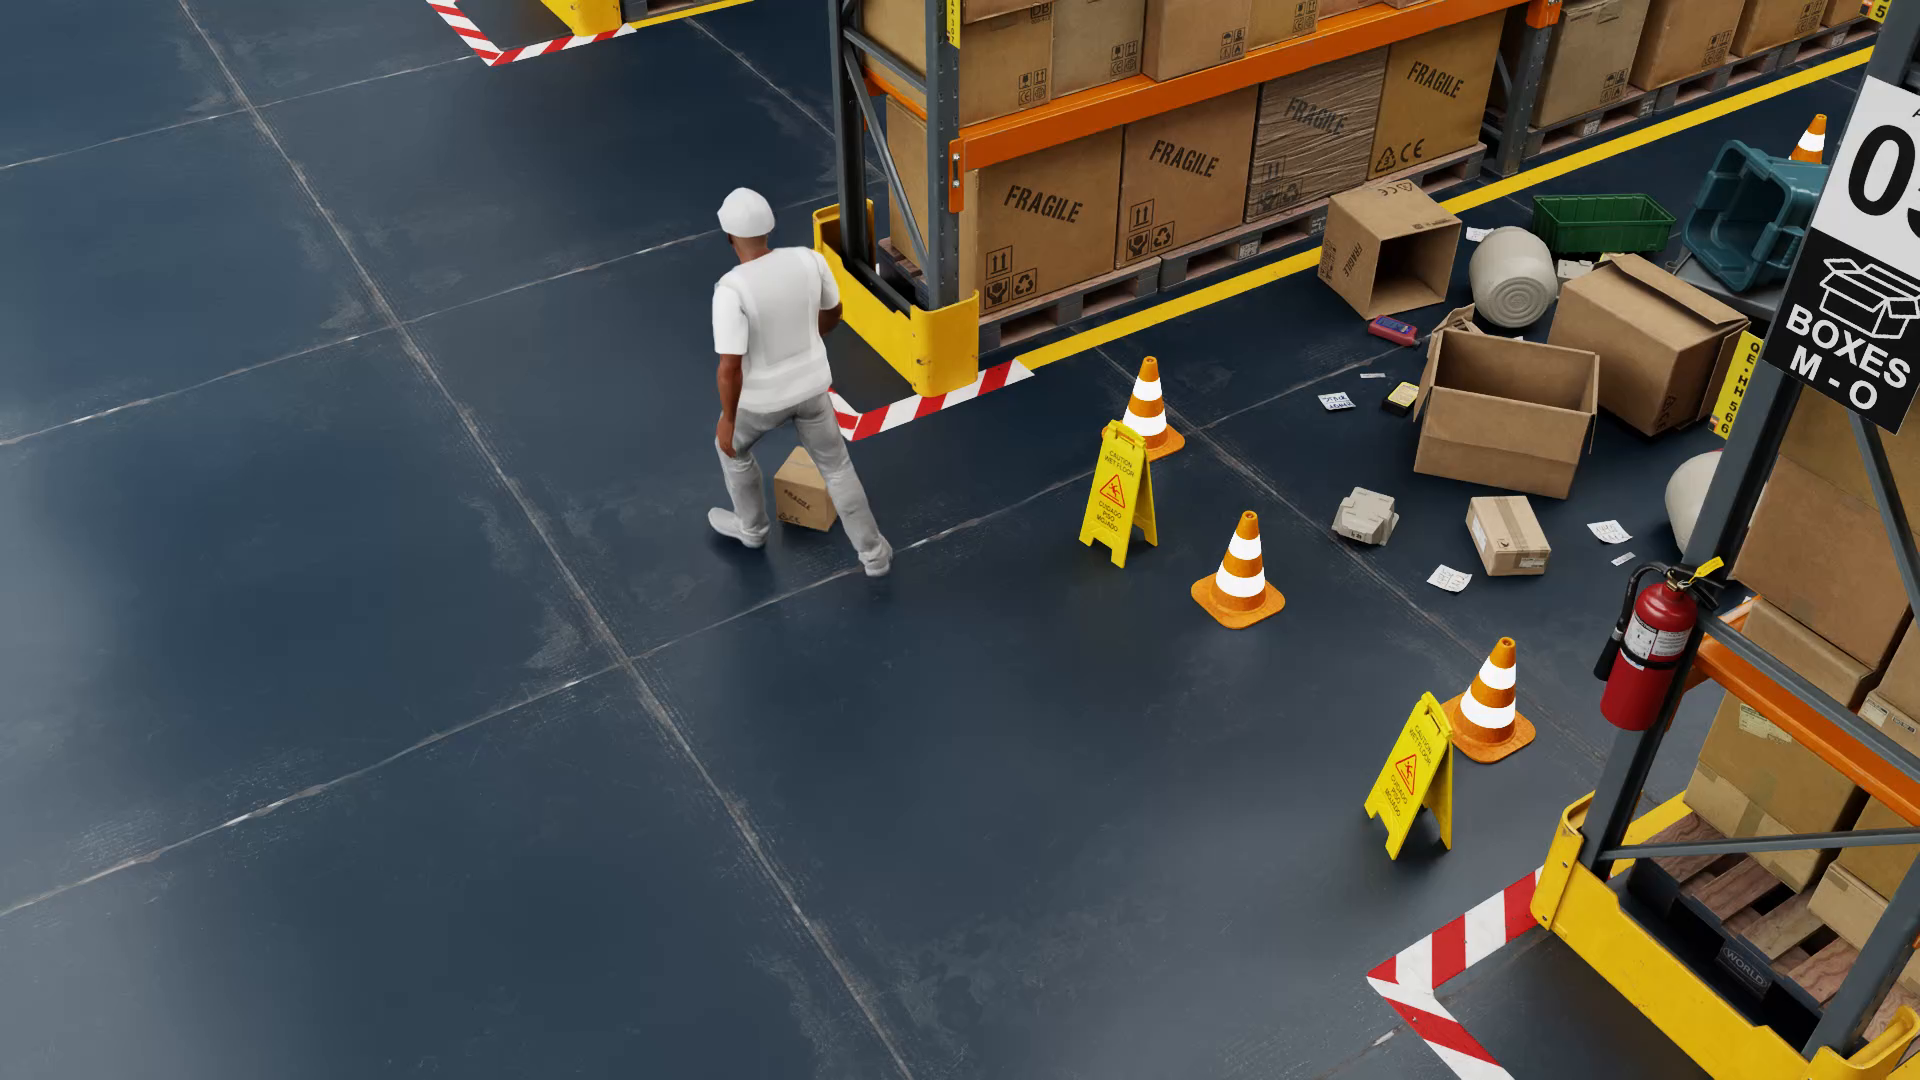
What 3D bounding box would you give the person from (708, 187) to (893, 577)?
[{"bbox_3d":[-0.699,-0.590,6.850,0.683,1.710,0.848,-24,46,-25],"label":"person"}]
